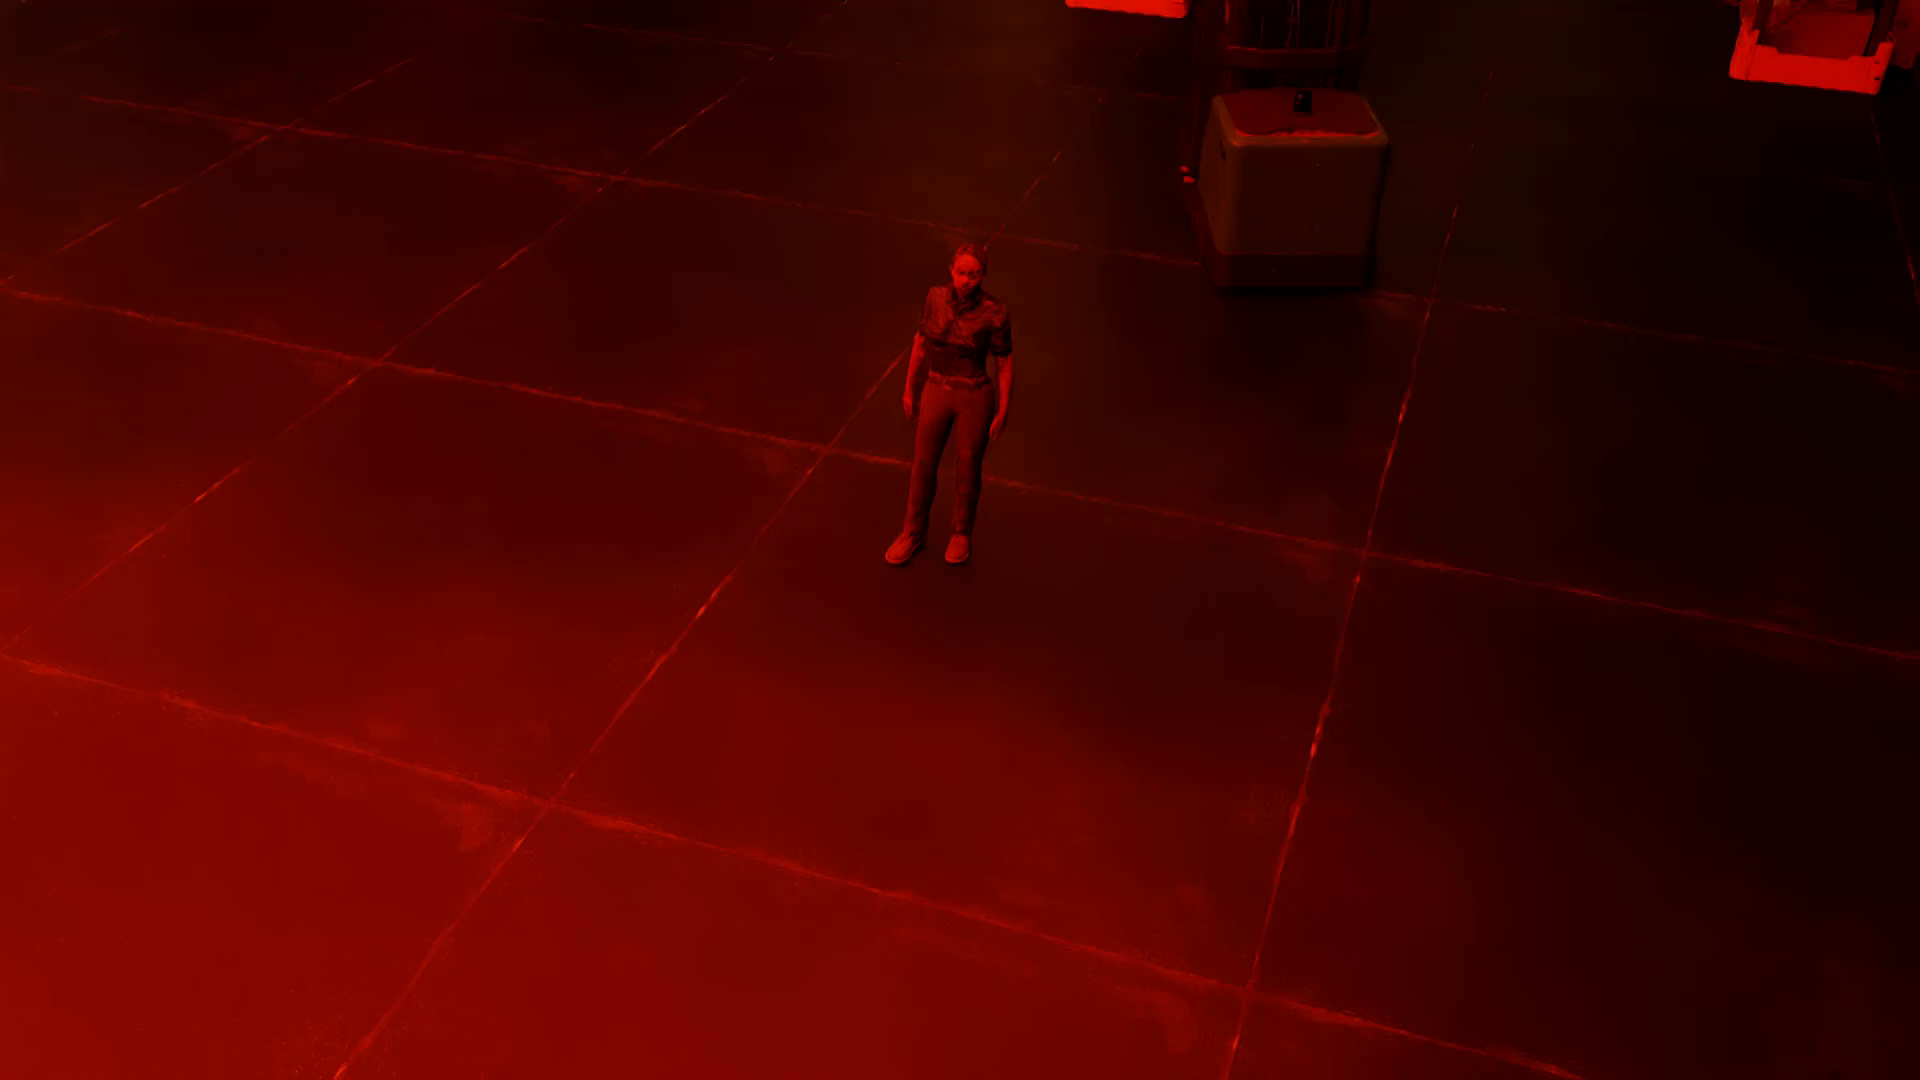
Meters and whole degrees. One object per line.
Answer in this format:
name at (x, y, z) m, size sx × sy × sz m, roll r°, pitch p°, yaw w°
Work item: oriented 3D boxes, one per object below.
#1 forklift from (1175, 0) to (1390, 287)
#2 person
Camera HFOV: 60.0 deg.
forklift at (2.164, -3.663, 11.278) m, size 1.130 × 2.935 × 3.031 m, roll 0°, pitch 35°, yaw 0°
person at (-0.048, -0.637, 8.100) m, size 0.570 × 1.654 × 0.503 m, roll 12°, pitch 37°, yaw 16°
